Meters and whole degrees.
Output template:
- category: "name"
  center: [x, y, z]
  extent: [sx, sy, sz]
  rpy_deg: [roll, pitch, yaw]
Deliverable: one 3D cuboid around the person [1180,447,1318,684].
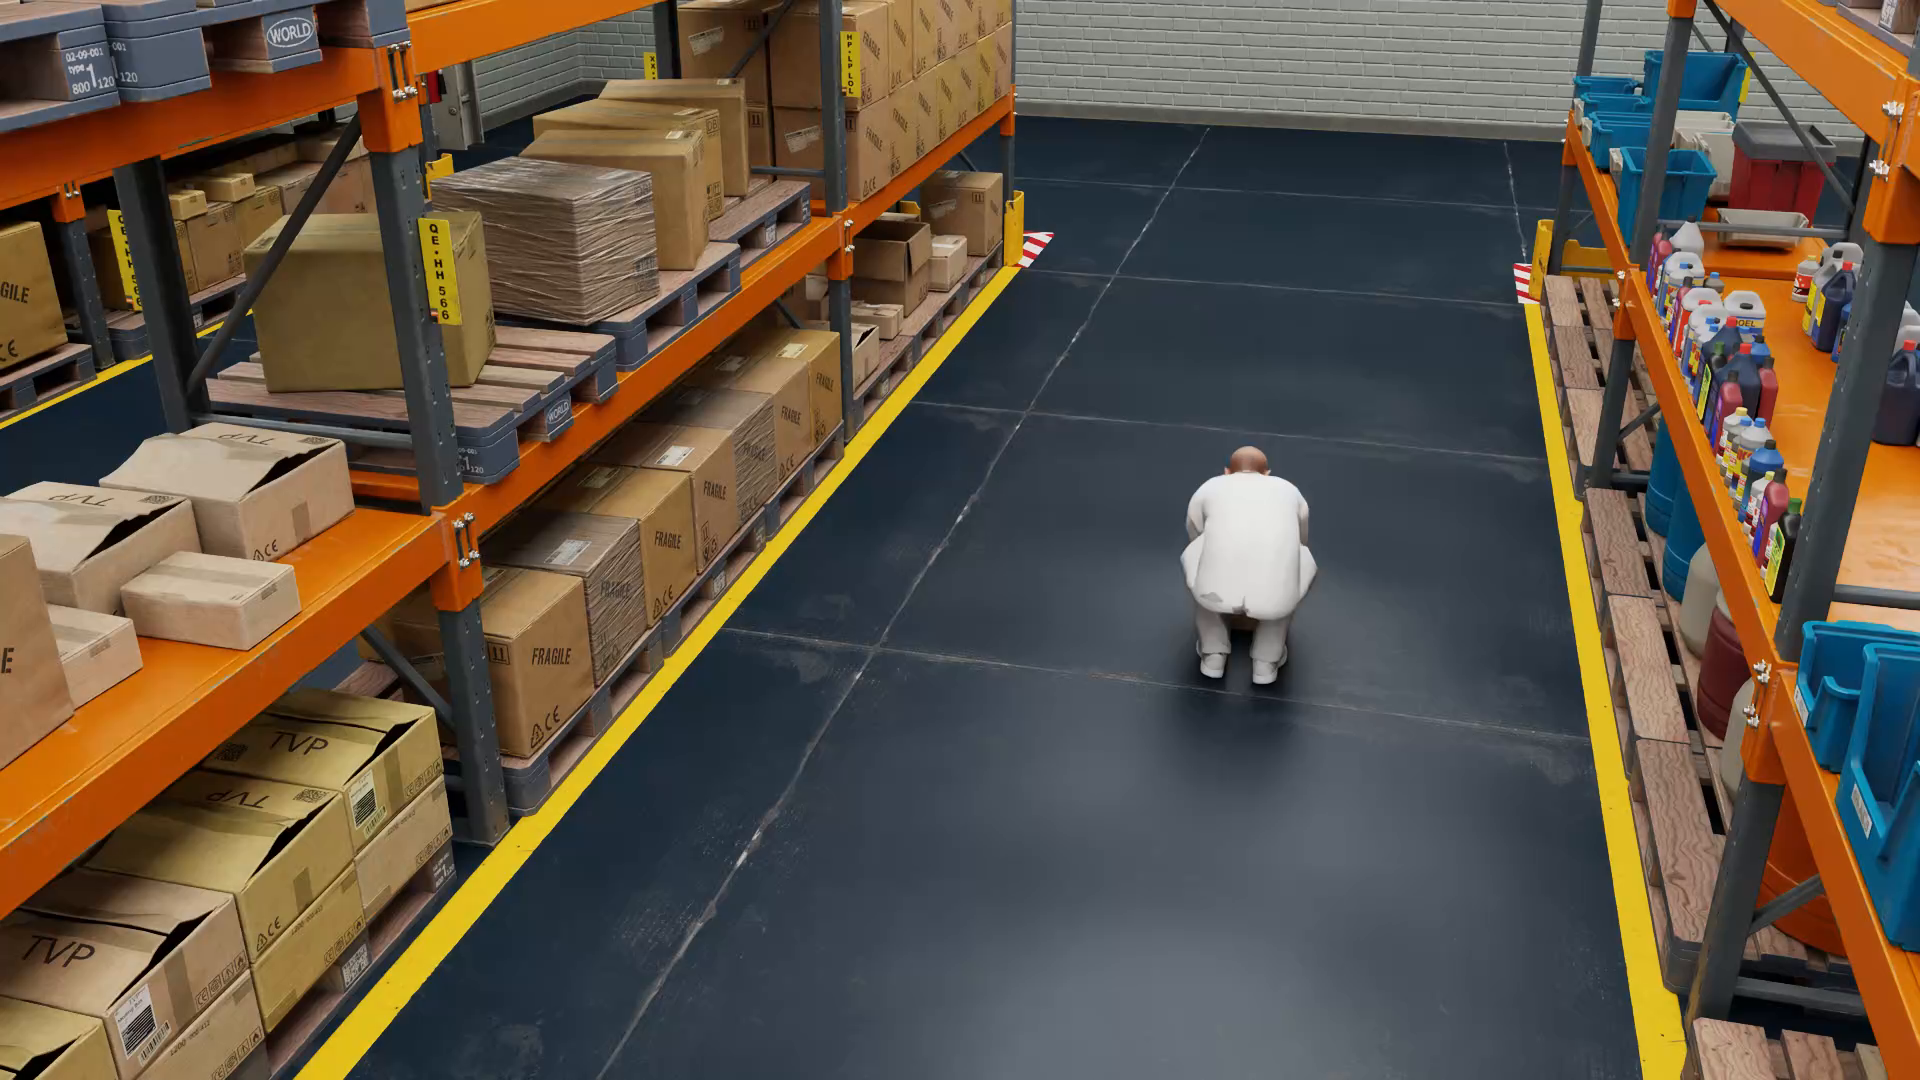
- category: "person"
  center: [1.220, 0.153, 7.038]
  extent: [0.570, 0.834, 0.917]
  rpy_deg: [6, 26, 12]
